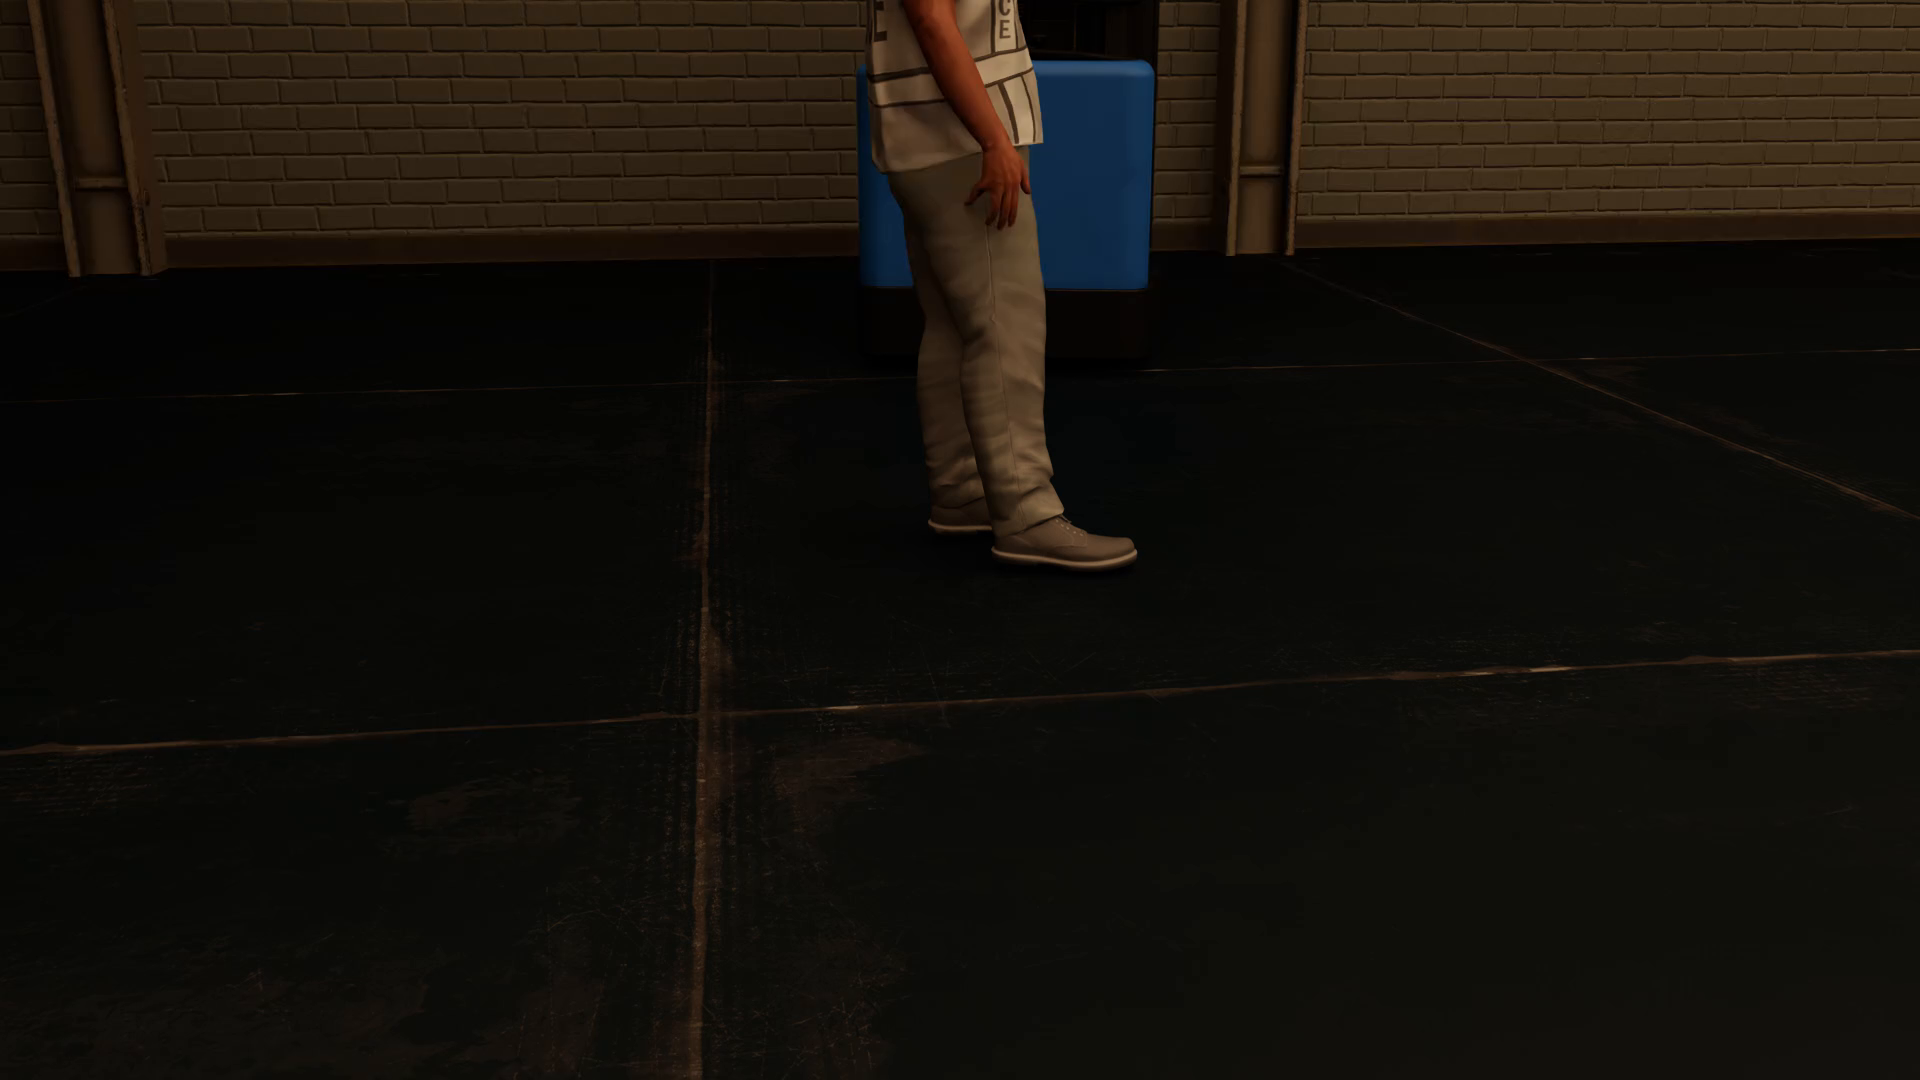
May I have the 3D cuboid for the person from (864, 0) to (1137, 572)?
[{"bbox_3d":[0.079,-0.861,3.706,0.574,1.781,0.641,-2,17,-8],"label":"person"}]

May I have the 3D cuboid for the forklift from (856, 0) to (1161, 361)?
[{"bbox_3d":[0.283,-2.412,6.892,1.130,2.935,3.031,2,17,5],"label":"forklift"}]
